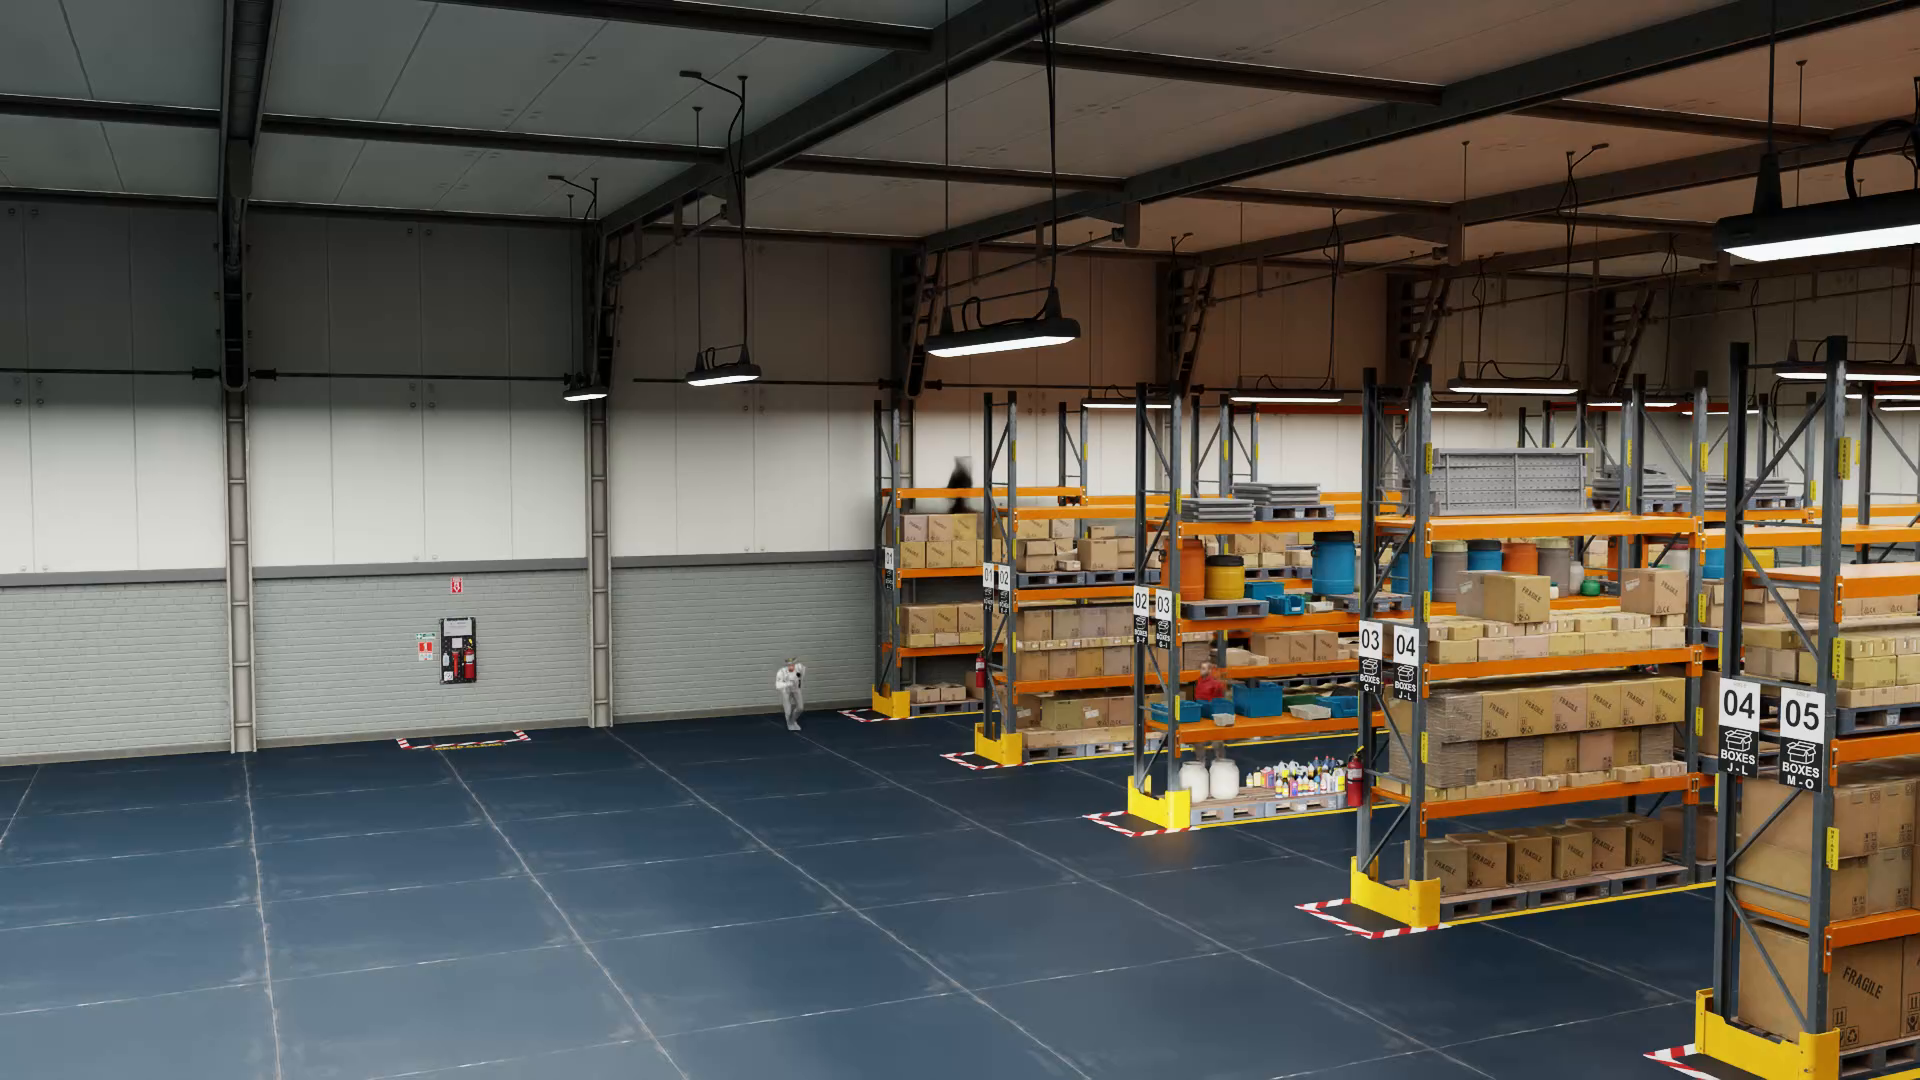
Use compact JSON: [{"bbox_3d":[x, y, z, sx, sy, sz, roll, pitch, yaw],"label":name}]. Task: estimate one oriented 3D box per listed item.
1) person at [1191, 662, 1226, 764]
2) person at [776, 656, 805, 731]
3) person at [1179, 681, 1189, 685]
[{"bbox_3d":[3.939,2.801,26.368,0.566,1.760,0.824,3,5,44],"label":"person"},{"bbox_3d":[-3.015,2.740,29.639,0.591,1.417,0.921,-1,4,-18],"label":"person"},{"bbox_3d":[4.285,2.459,31.815,0.719,1.705,0.657,-3,4,-40],"label":"person"}]
